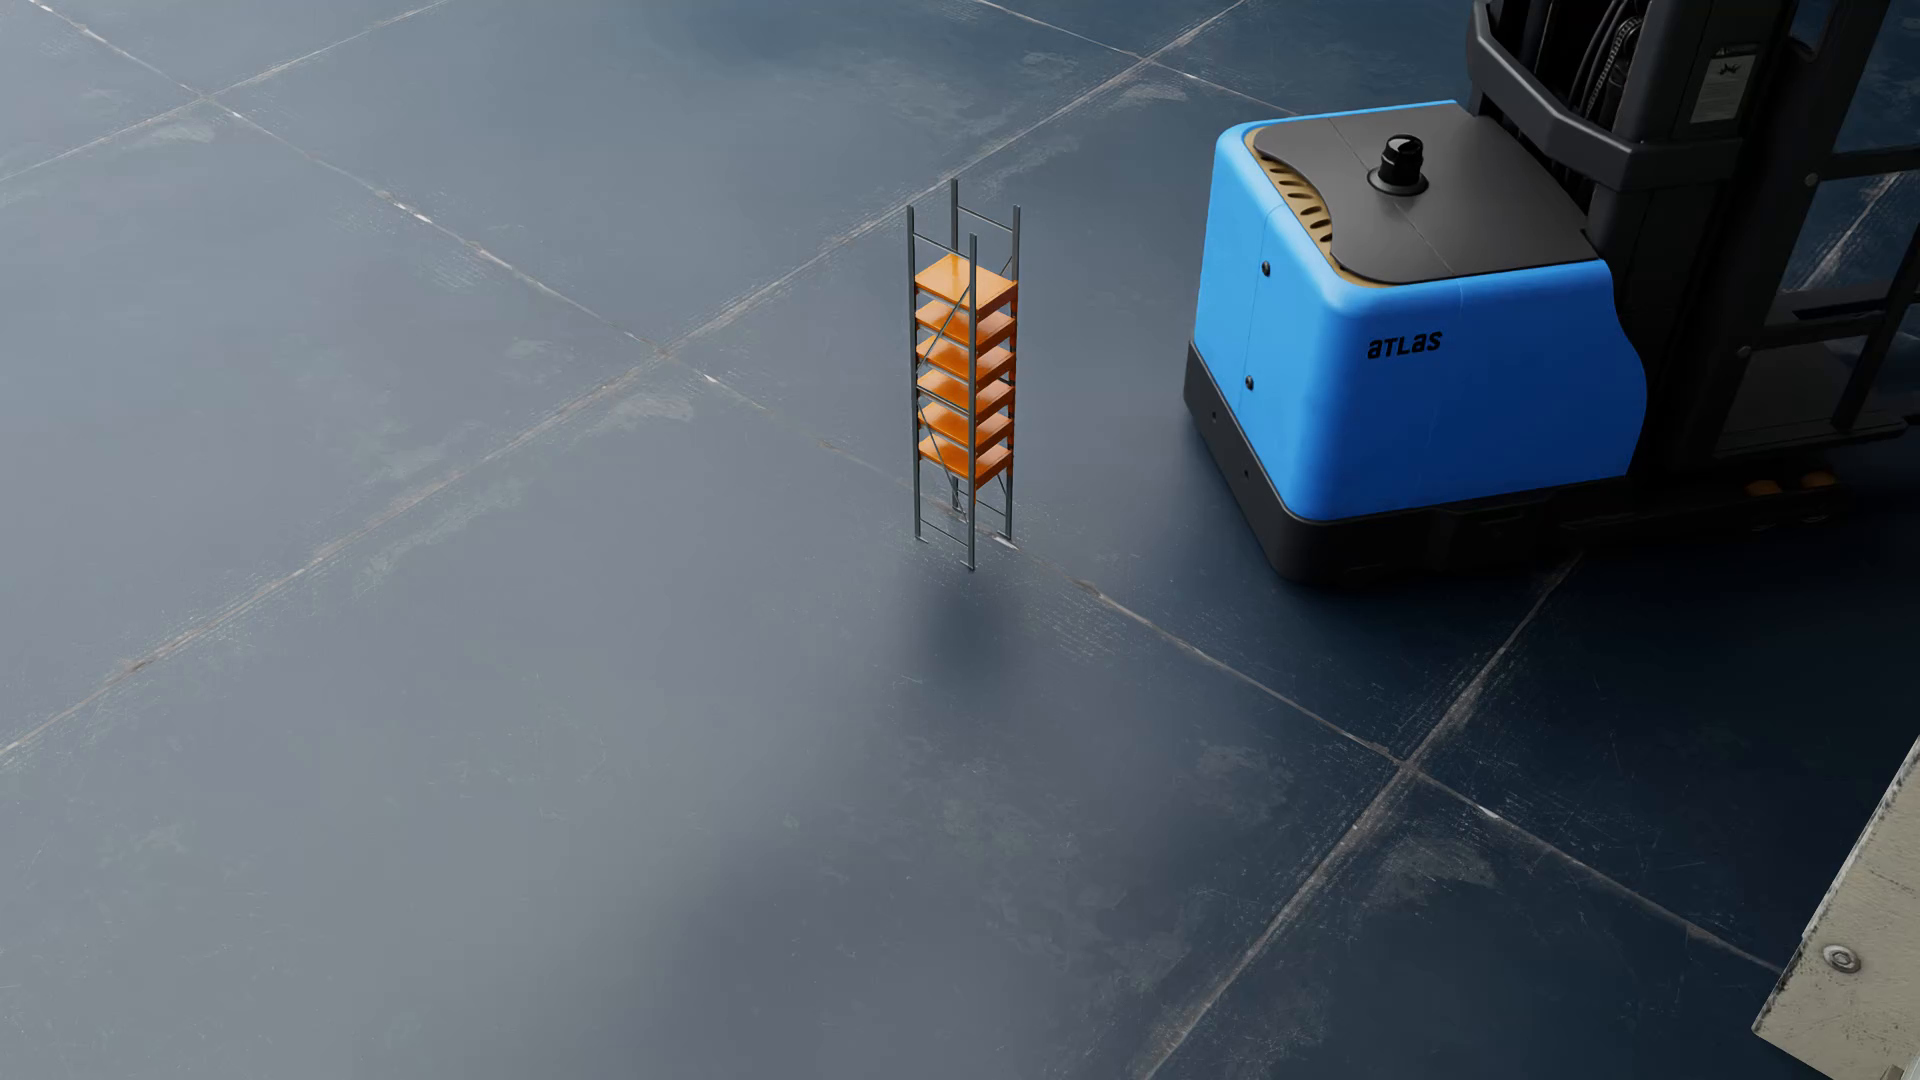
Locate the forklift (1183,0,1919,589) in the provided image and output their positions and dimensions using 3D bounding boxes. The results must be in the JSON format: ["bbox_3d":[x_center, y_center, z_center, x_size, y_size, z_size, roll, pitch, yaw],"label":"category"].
[{"bbox_3d":[2.334,-1.452,4.668,3.031,2.935,1.130,-9,43,-9],"label":"forklift"}]

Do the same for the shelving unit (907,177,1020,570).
[{"bbox_3d":[0.009,-0.451,4.855,0.258,1.200,0.189,29,50,28],"label":"shelving unit"}]

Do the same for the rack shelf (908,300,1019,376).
[{"bbox_3d":[0.009,-0.596,4.723,0.258,0.103,0.180,29,50,28],"label":"rack shelf"}]

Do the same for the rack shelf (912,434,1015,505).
[{"bbox_3d":[0.009,-0.241,5.046,0.258,0.103,0.180,29,50,28],"label":"rack shelf"}]

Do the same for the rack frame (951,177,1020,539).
[{"bbox_3d":[0.068,-0.499,4.906,0.240,1.200,0.006,29,50,28],"label":"rack frame"}]

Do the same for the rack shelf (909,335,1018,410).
[{"bbox_3d":[0.009,-0.507,4.804,0.258,0.103,0.180,29,50,28],"label":"rack shelf"}]

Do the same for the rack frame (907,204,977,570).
[{"bbox_3d":[-0.050,-0.404,4.803,0.240,1.200,0.006,29,50,28],"label":"rack frame"}]

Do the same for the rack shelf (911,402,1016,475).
[{"bbox_3d":[0.009,-0.330,4.965,0.258,0.103,0.180,29,50,28],"label":"rack shelf"}]

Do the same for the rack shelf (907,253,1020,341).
[{"bbox_3d":[0.009,-0.685,4.642,0.258,0.103,0.180,29,50,28],"label":"rack shelf"}]

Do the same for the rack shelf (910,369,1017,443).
[{"bbox_3d":[0.009,-0.419,4.884,0.258,0.103,0.180,29,50,28],"label":"rack shelf"}]
